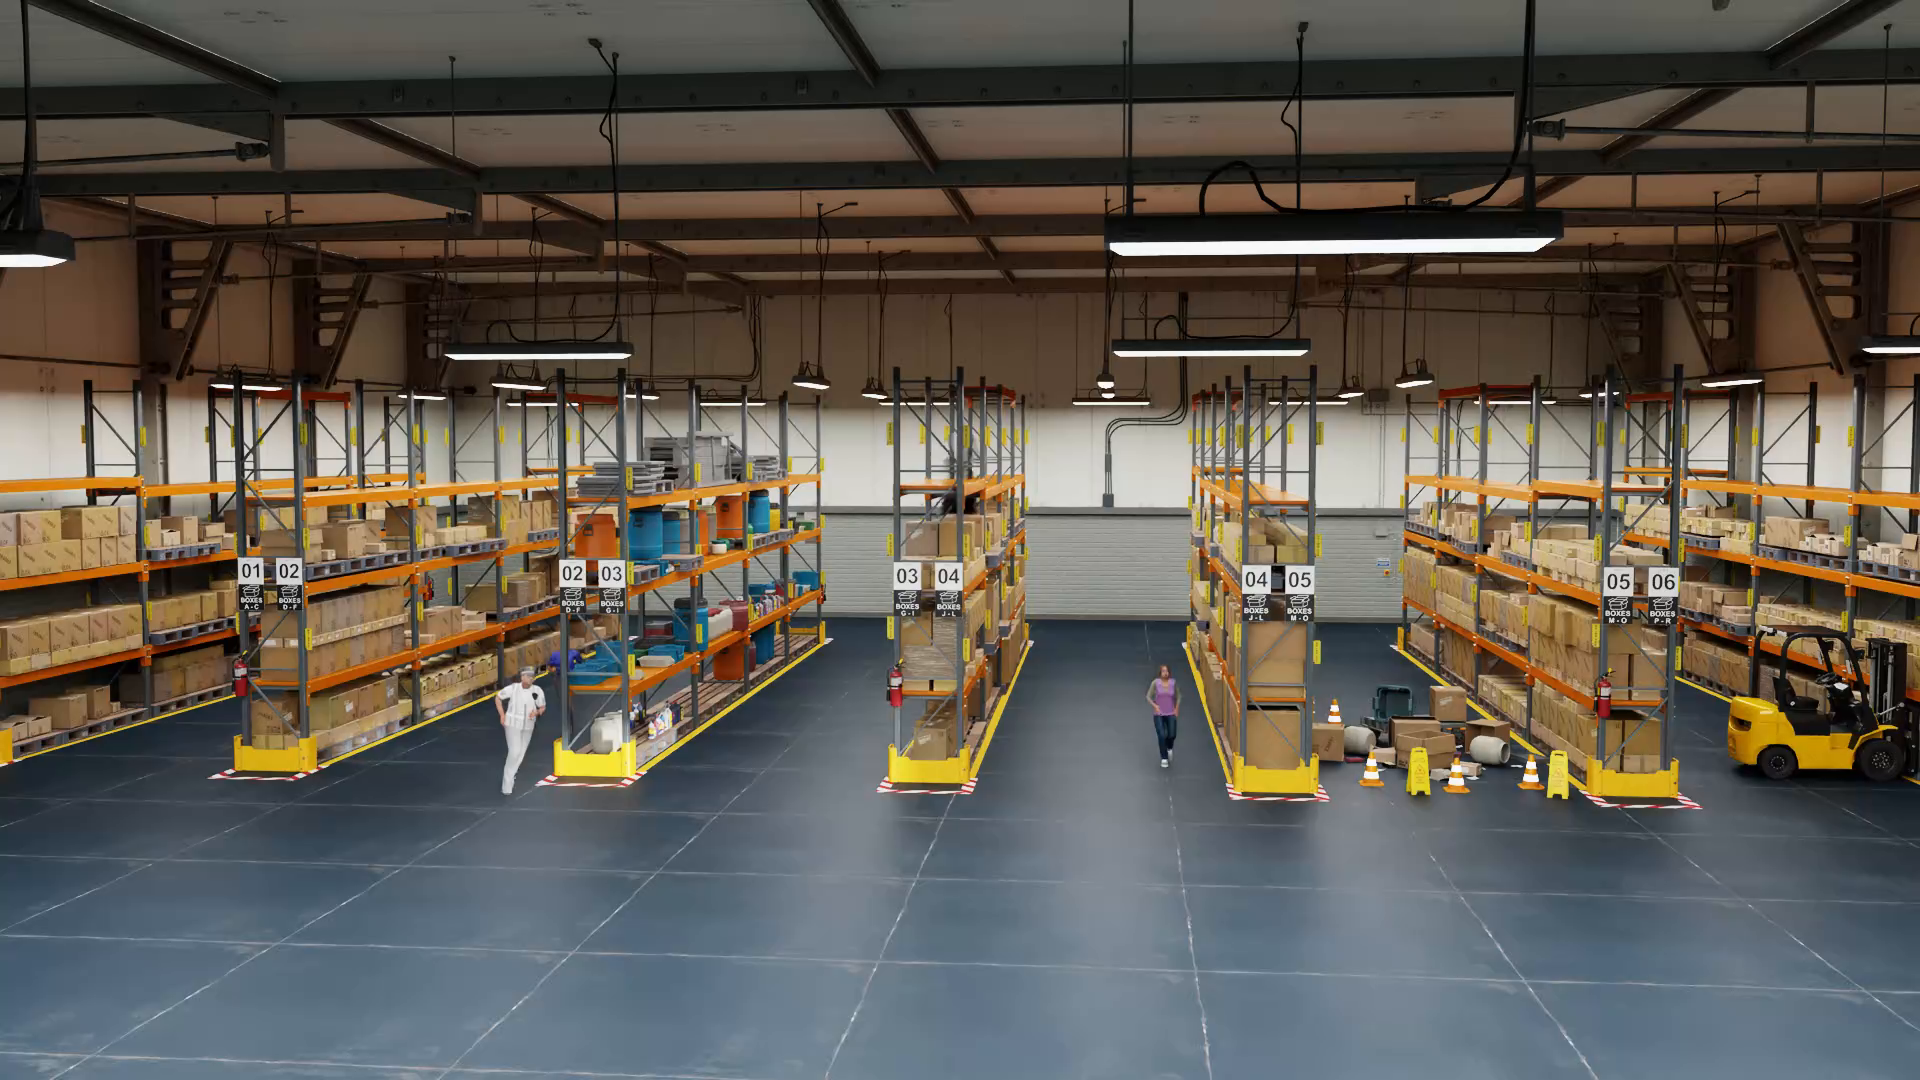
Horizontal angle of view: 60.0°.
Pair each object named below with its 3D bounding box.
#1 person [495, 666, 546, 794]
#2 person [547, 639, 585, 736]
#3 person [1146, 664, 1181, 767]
[{"bbox_3d":[-6.236,2.680,23.627,0.689,1.796,0.718,-2,4,-34],"label":"person"},{"bbox_3d":[-6.657,2.456,28.005,0.566,1.704,0.727,0,4,3],"label":"person"},{"bbox_3d":[3.091,2.657,25.204,0.543,1.567,0.530,0,4,0],"label":"person"}]
